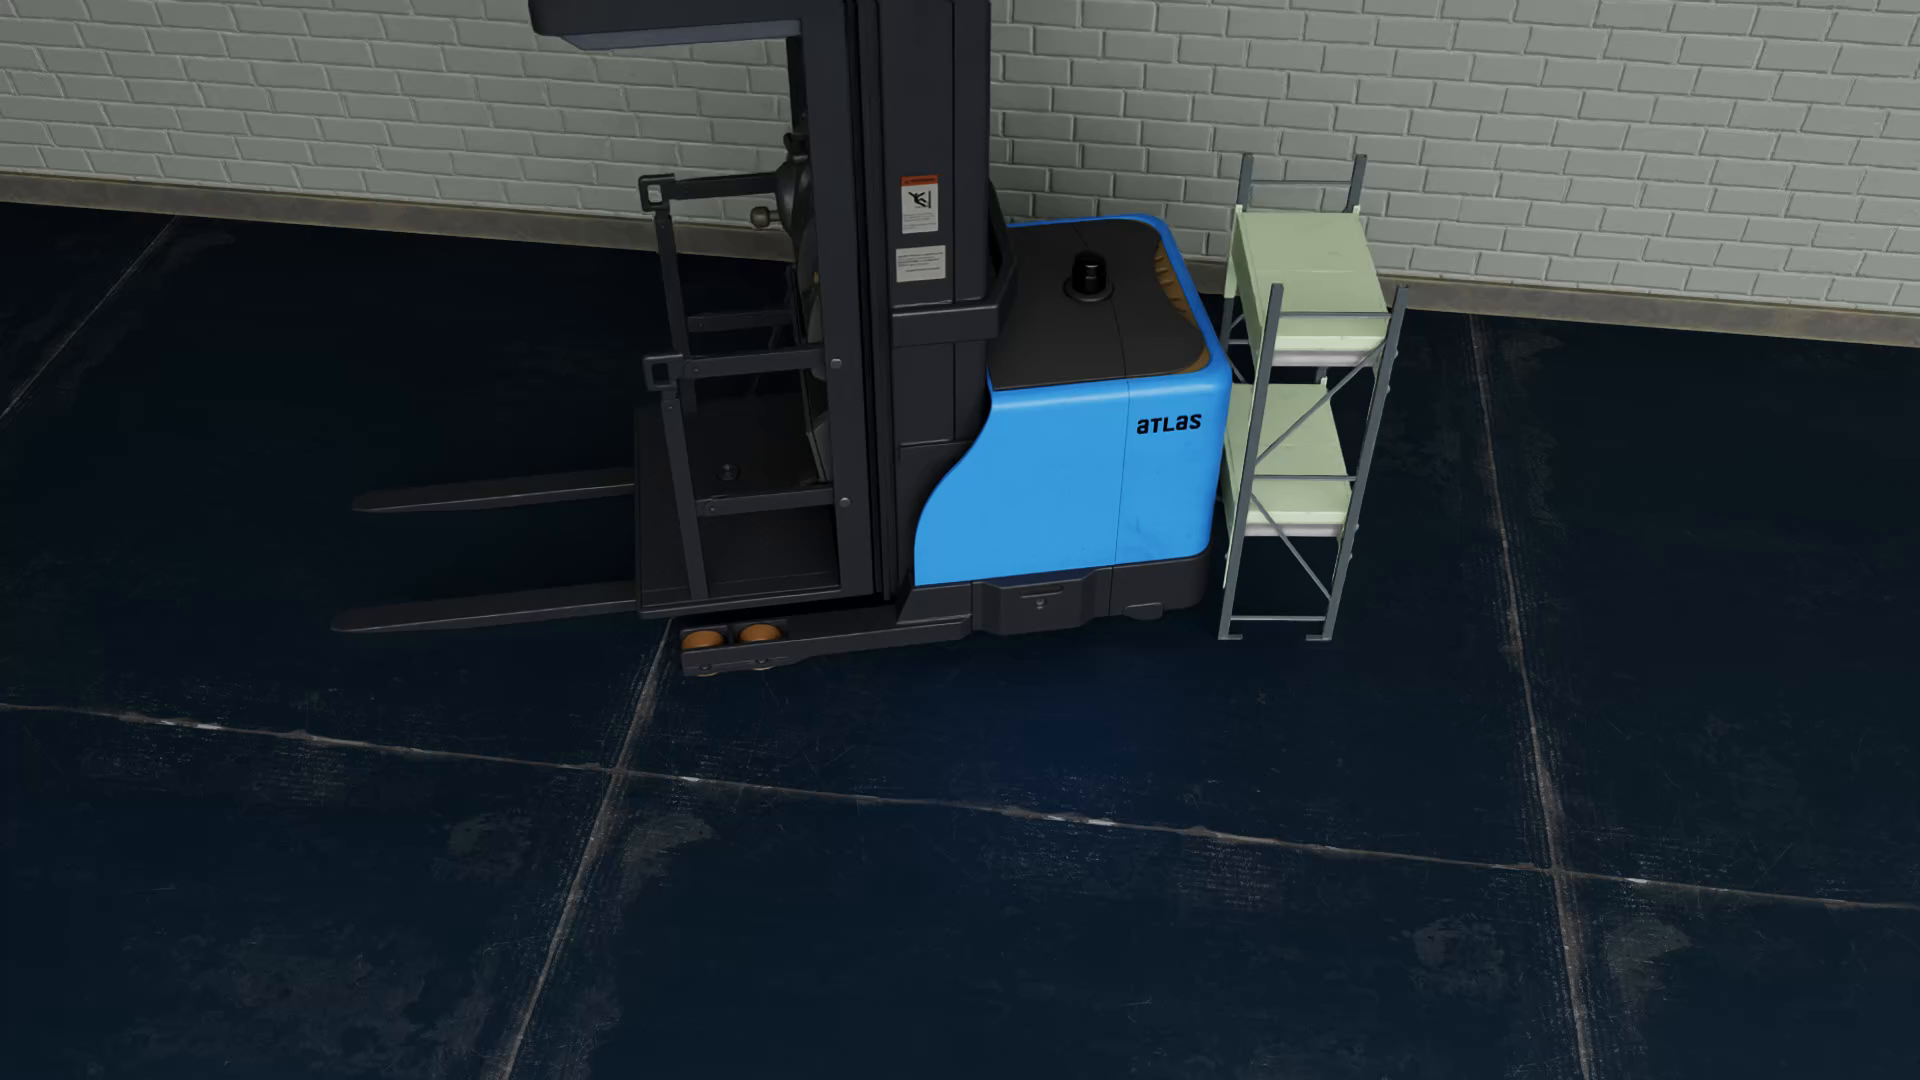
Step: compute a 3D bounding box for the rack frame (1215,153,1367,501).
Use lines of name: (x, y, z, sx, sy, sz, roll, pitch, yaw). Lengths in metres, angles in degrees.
rack frame: (1.117, -0.700, 5.899, 0.400, 1.500, 0.023, 0, 43, 0)

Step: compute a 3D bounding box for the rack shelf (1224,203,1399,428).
rack shelf: (1.114, -0.732, 5.365, 0.431, 0.370, 0.720, 0, 43, 0)

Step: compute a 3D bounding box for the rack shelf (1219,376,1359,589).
rack shelf: (1.114, -0.212, 5.857, 0.431, 0.370, 0.720, 0, 43, 0)

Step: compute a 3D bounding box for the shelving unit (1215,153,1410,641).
shelving unit: (1.114, -0.449, 5.633, 0.431, 1.500, 0.755, 0, 43, 0)

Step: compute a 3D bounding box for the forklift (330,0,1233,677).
forklift: (-0.677, -0.983, 5.156, 3.031, 2.935, 1.130, -6, 44, -6)

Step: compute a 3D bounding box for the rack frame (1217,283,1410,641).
rack frame: (1.111, -0.197, 5.367, 0.400, 1.500, 0.023, 0, 43, 0)
